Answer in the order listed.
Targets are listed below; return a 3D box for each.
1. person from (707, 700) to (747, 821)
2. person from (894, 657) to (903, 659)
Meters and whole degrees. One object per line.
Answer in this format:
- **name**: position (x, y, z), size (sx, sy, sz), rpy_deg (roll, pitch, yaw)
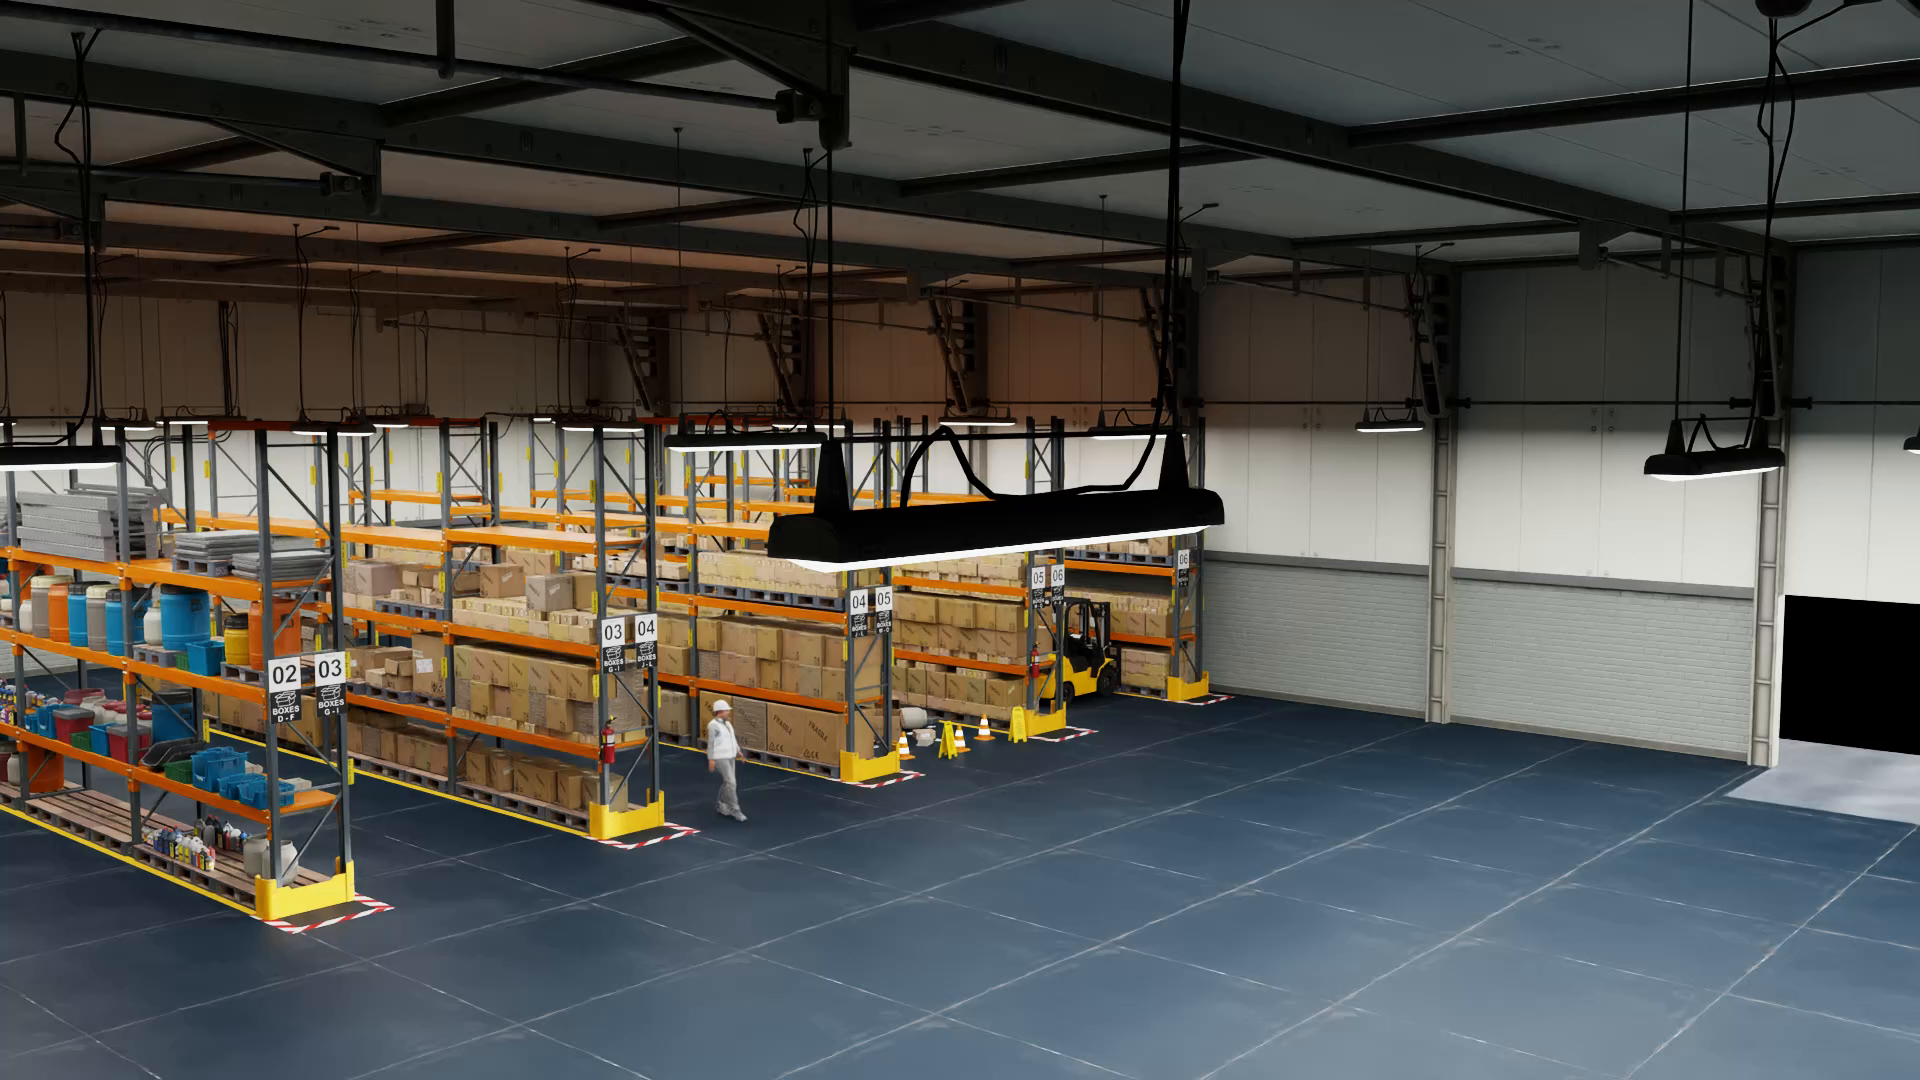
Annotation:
- **person**: position (-3.490, 3.350, 25.406), size (0.676, 1.789, 0.561), rpy_deg (2, 5, 22)
- **person**: position (-1.364, 2.272, 38.710), size (0.380, 1.676, 0.523), rpy_deg (3, 6, 36)
